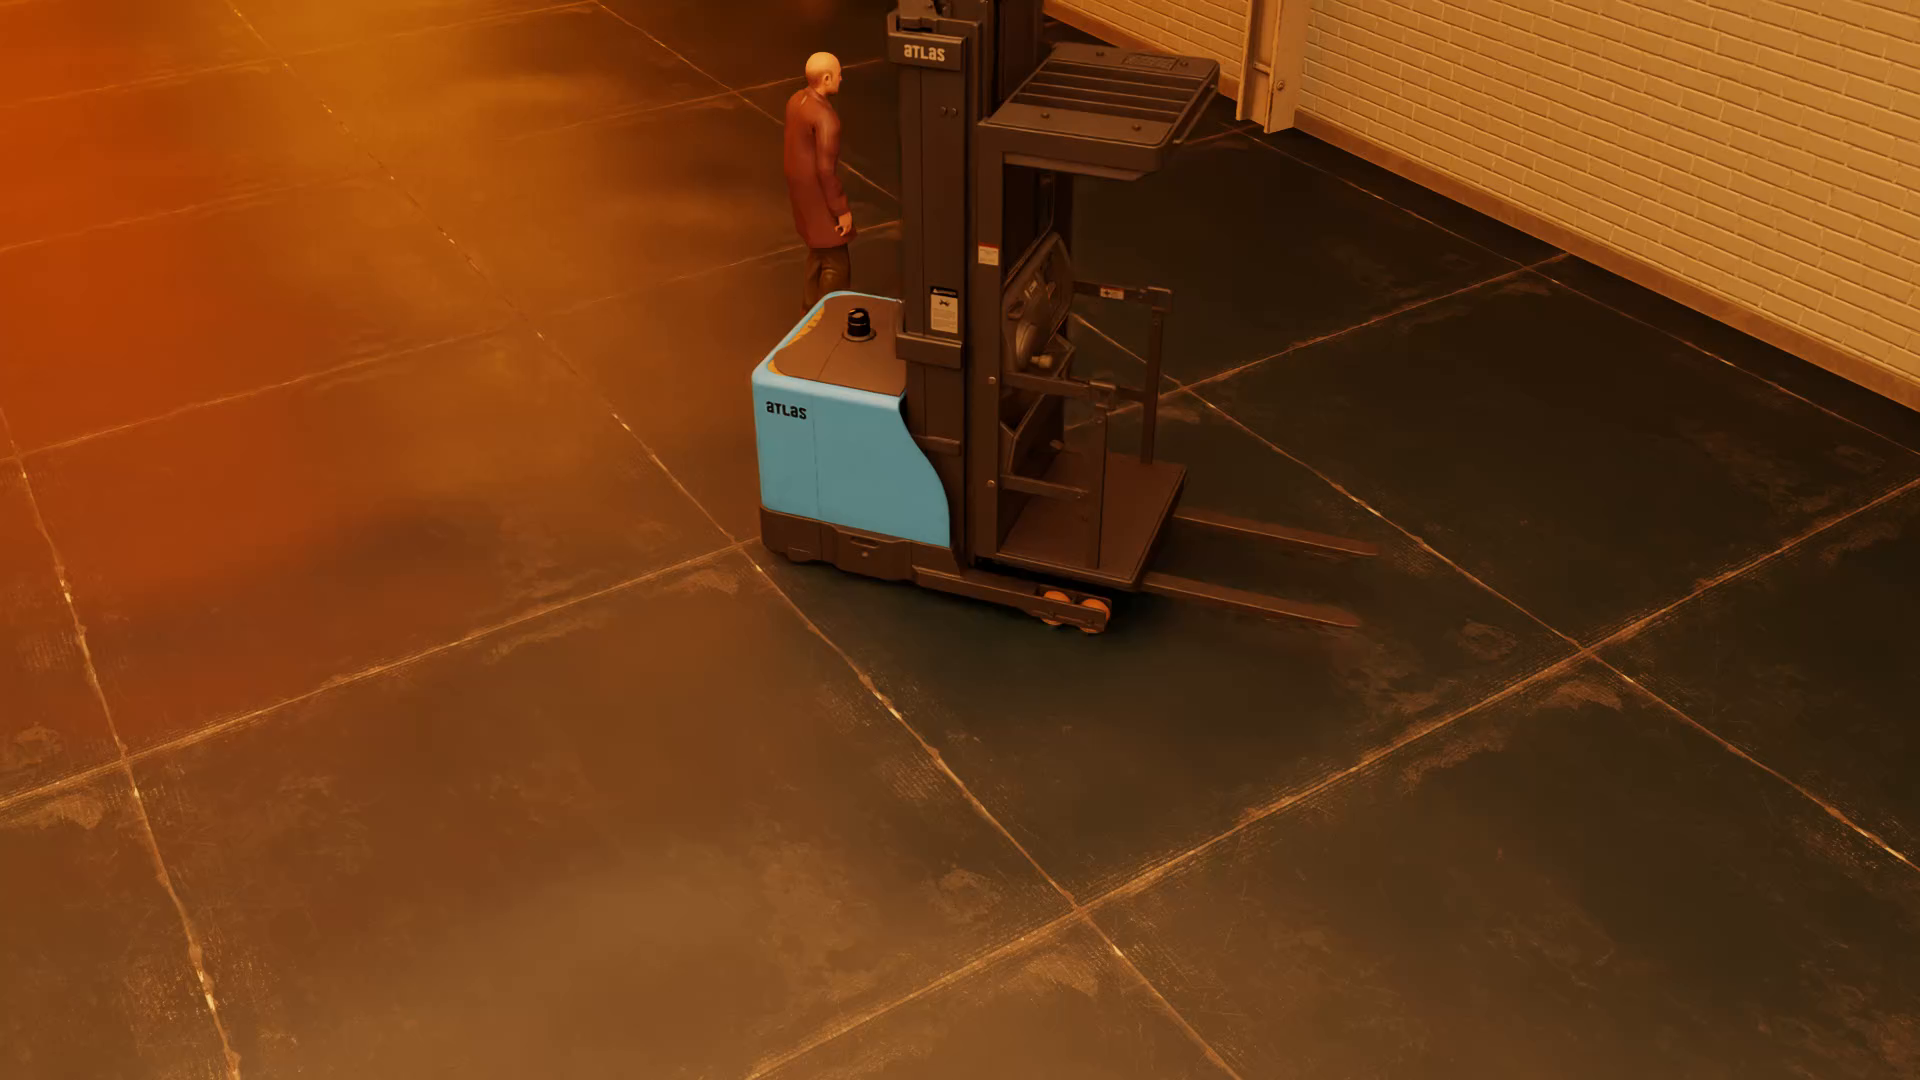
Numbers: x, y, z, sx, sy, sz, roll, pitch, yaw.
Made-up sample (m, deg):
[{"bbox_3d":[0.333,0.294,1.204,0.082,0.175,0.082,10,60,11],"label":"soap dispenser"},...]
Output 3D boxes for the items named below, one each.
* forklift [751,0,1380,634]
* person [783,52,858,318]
[{"bbox_3d":[0.548,-1.092,7.702,3.031,2.935,1.130,12,37,16],"label":"forklift"},{"bbox_3d":[-0.833,-2.072,10.104,0.427,1.773,0.652,-14,38,-19],"label":"person"}]
